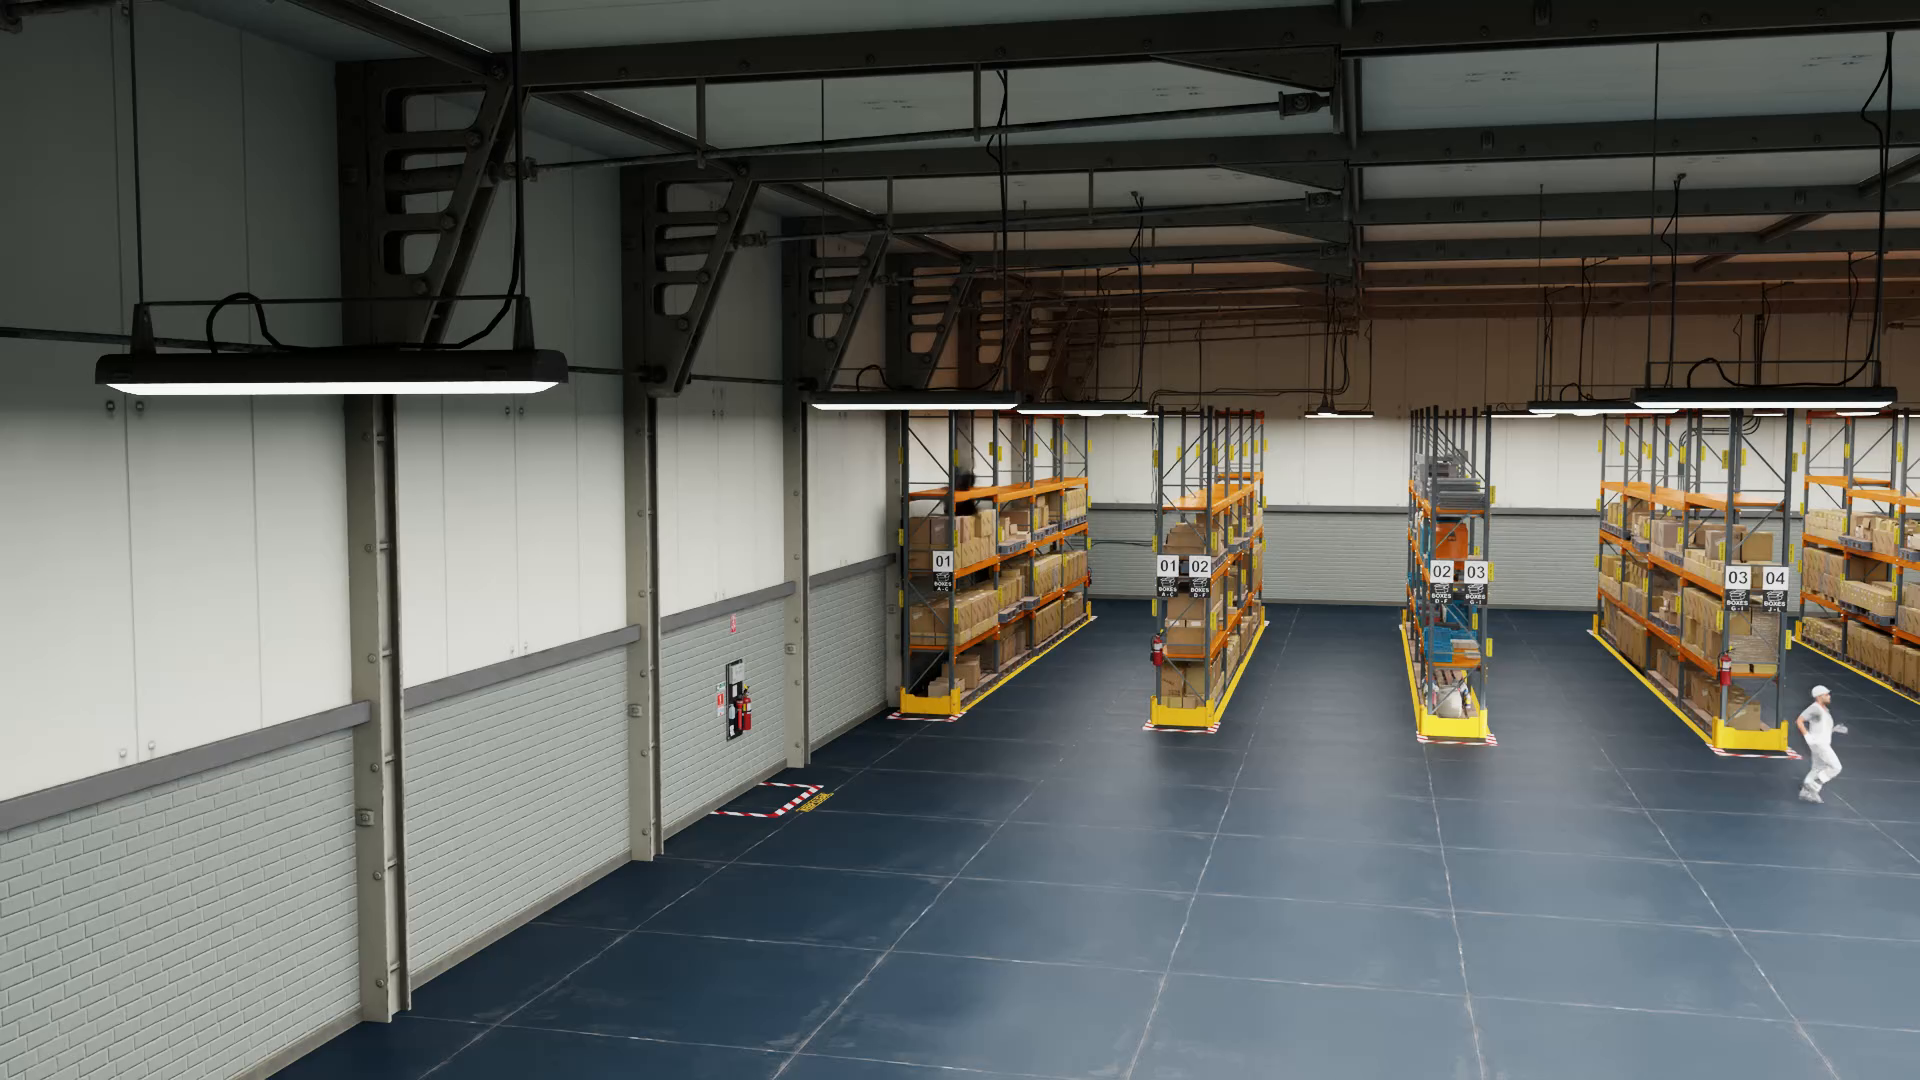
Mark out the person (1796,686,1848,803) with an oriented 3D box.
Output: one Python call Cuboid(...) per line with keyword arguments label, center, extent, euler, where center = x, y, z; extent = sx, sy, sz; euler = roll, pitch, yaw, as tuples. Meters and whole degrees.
Cuboid(label="person", center=(12.857, 3.051, 24.781), extent=(0.641, 1.752, 0.652), euler=(3, 5, 36))
